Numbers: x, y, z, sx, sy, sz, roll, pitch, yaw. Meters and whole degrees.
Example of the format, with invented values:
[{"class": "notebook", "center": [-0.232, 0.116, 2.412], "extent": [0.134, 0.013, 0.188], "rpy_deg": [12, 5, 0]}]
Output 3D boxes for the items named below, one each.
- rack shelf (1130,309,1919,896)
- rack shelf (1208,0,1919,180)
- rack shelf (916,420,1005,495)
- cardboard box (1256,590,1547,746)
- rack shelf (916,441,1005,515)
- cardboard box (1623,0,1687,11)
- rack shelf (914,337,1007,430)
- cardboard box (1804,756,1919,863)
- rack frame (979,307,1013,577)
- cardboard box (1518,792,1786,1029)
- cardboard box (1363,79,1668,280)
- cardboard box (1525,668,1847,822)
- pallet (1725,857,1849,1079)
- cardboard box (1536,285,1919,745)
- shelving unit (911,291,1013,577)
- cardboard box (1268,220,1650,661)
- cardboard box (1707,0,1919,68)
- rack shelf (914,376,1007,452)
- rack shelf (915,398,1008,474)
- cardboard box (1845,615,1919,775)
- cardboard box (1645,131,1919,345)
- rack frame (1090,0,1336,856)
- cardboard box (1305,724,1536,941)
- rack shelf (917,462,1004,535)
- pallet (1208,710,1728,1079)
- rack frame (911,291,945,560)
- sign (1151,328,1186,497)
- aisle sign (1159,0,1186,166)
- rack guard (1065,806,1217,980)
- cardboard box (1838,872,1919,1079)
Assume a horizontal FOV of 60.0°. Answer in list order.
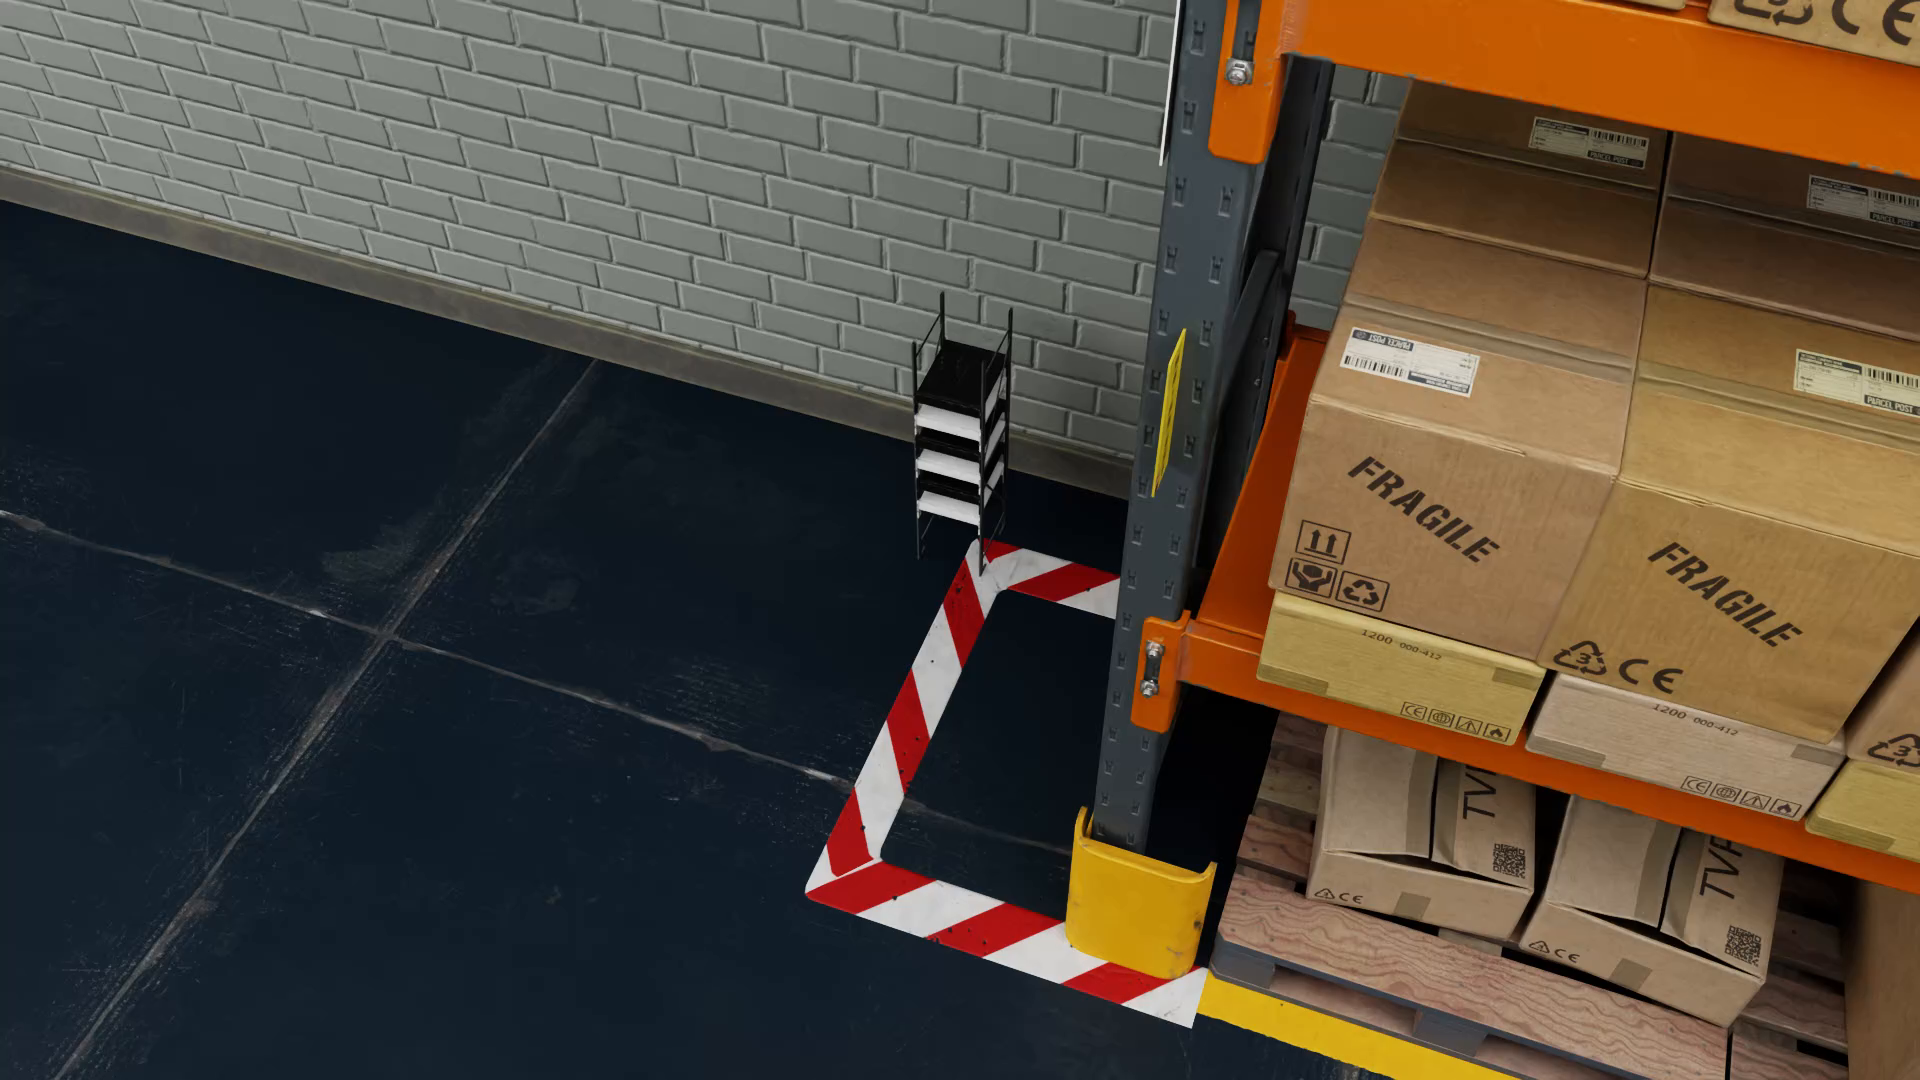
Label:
[{"class": "rack shelf", "center": [2.425, 0.441, 3.358], "extent": [4.000, 0.370, 1.077], "rpy_deg": [16, 51, 13]}, {"class": "rack shelf", "center": [2.425, -0.541, 2.225], "extent": [4.000, 0.370, 1.077], "rpy_deg": [16, 51, 13]}, {"class": "rack shelf", "center": [0.007, -0.271, 4.933], "extent": [0.200, 0.077, 0.258], "rpy_deg": [16, 51, 13]}, {"class": "cardboard box", "center": [0.897, 0.078, 3.284], "extent": [0.500, 0.250, 0.500], "rpy_deg": [14, 51, 12]}, {"class": "rack shelf", "center": [0.007, -0.212, 5.001], "extent": [0.200, 0.077, 0.258], "rpy_deg": [16, 51, 13]}, {"class": "cardboard box", "center": [0.776, -1.075, 2.132], "extent": [0.500, 0.500, 0.500], "rpy_deg": [17, 51, 14]}, {"class": "rack shelf", "center": [0.007, -0.448, 4.729], "extent": [0.200, 0.077, 0.258], "rpy_deg": [16, 51, 13]}, {"class": "cardboard box", "center": [1.865, 0.341, 3.055], "extent": [0.500, 0.250, 0.500], "rpy_deg": [15, 51, 13]}, {"class": "rack frame", "center": [0.103, -0.266, 4.885], "extent": [0.006, 0.900, 0.240], "rpy_deg": [16, 51, 13]}, {"class": "cardboard box", "center": [1.702, 0.813, 4.049], "extent": [0.500, 0.311, 0.500], "rpy_deg": [19, 52, 16]}, {"class": "cardboard box", "center": [1.065, -0.548, 3.330], "extent": [0.500, 0.500, 0.500], "rpy_deg": [15, 51, 13]}, {"class": "cardboard box", "center": [1.389, 0.203, 3.175], "extent": [0.500, 0.250, 0.500], "rpy_deg": [14, 51, 12]}, {"class": "pallet", "center": [2.511, 1.174, 4.093], "extent": [1.213, 0.211, 1.003], "rpy_deg": [16, 51, 13]}, {"class": "cardboard box", "center": [1.353, -0.046, 2.895], "extent": [0.500, 0.500, 0.500], "rpy_deg": [16, 51, 13]}, {"class": "shelving unit", "center": [0.007, -0.293, 4.908], "extent": [0.210, 0.900, 0.258], "rpy_deg": [16, 51, 13]}, {"class": "cardboard box", "center": [0.893, -0.183, 3.013], "extent": [0.500, 0.500, 0.500], "rpy_deg": [16, 51, 13]}, {"class": "cardboard box", "center": [1.268, -0.909, 1.988], "extent": [0.500, 0.500, 0.500], "rpy_deg": [19, 52, 16]}, {"class": "rack shelf", "center": [0.007, -0.389, 4.797], "extent": [0.200, 0.077, 0.258], "rpy_deg": [16, 51, 13]}, {"class": "rack shelf", "center": [0.007, -0.330, 4.865], "extent": [0.200, 0.077, 0.258], "rpy_deg": [16, 51, 13]}, {"class": "cardboard box", "center": [1.836, 0.093, 2.774], "extent": [0.500, 0.500, 0.500], "rpy_deg": [14, 51, 12]}, {"class": "cardboard box", "center": [1.534, -0.409, 3.210], "extent": [0.500, 0.500, 0.500], "rpy_deg": [16, 51, 14]}, {"class": "rack frame", "center": [0.549, -0.318, 3.541], "extent": [0.127, 3.000, 1.000], "rpy_deg": [16, 51, 13]}, {"class": "cardboard box", "center": [1.167, 0.664, 4.178], "extent": [0.500, 0.311, 0.500], "rpy_deg": [10, 50, 9]}, {"class": "rack shelf", "center": [0.008, -0.153, 5.069], "extent": [0.200, 0.077, 0.258], "rpy_deg": [16, 51, 13]}, {"class": "pallet", "center": [1.370, 0.853, 4.371], "extent": [1.213, 0.211, 1.003], "rpy_deg": [16, 51, 13]}, {"class": "rack frame", "center": [-0.088, -0.319, 4.931], "extent": [0.006, 0.900, 0.240], "rpy_deg": [16, 51, 13]}, {"class": "sign", "center": [0.361, -0.217, 2.880], "extent": [0.005, 0.325, 0.100], "rpy_deg": [16, 51, 13]}, {"class": "aisle sign", "center": [0.378, -0.976, 2.390], "extent": [0.004, 0.787, 0.394], "rpy_deg": [16, 51, 13]}, {"class": "rack guard", "center": [0.621, 0.521, 4.468], "extent": [0.348, 0.500, 1.175], "rpy_deg": [16, 51, 13]}, {"class": "cardboard box", "center": [2.373, 0.979, 3.780], "extent": [0.500, 0.500, 0.700], "rpy_deg": [13, 50, 11]}]
